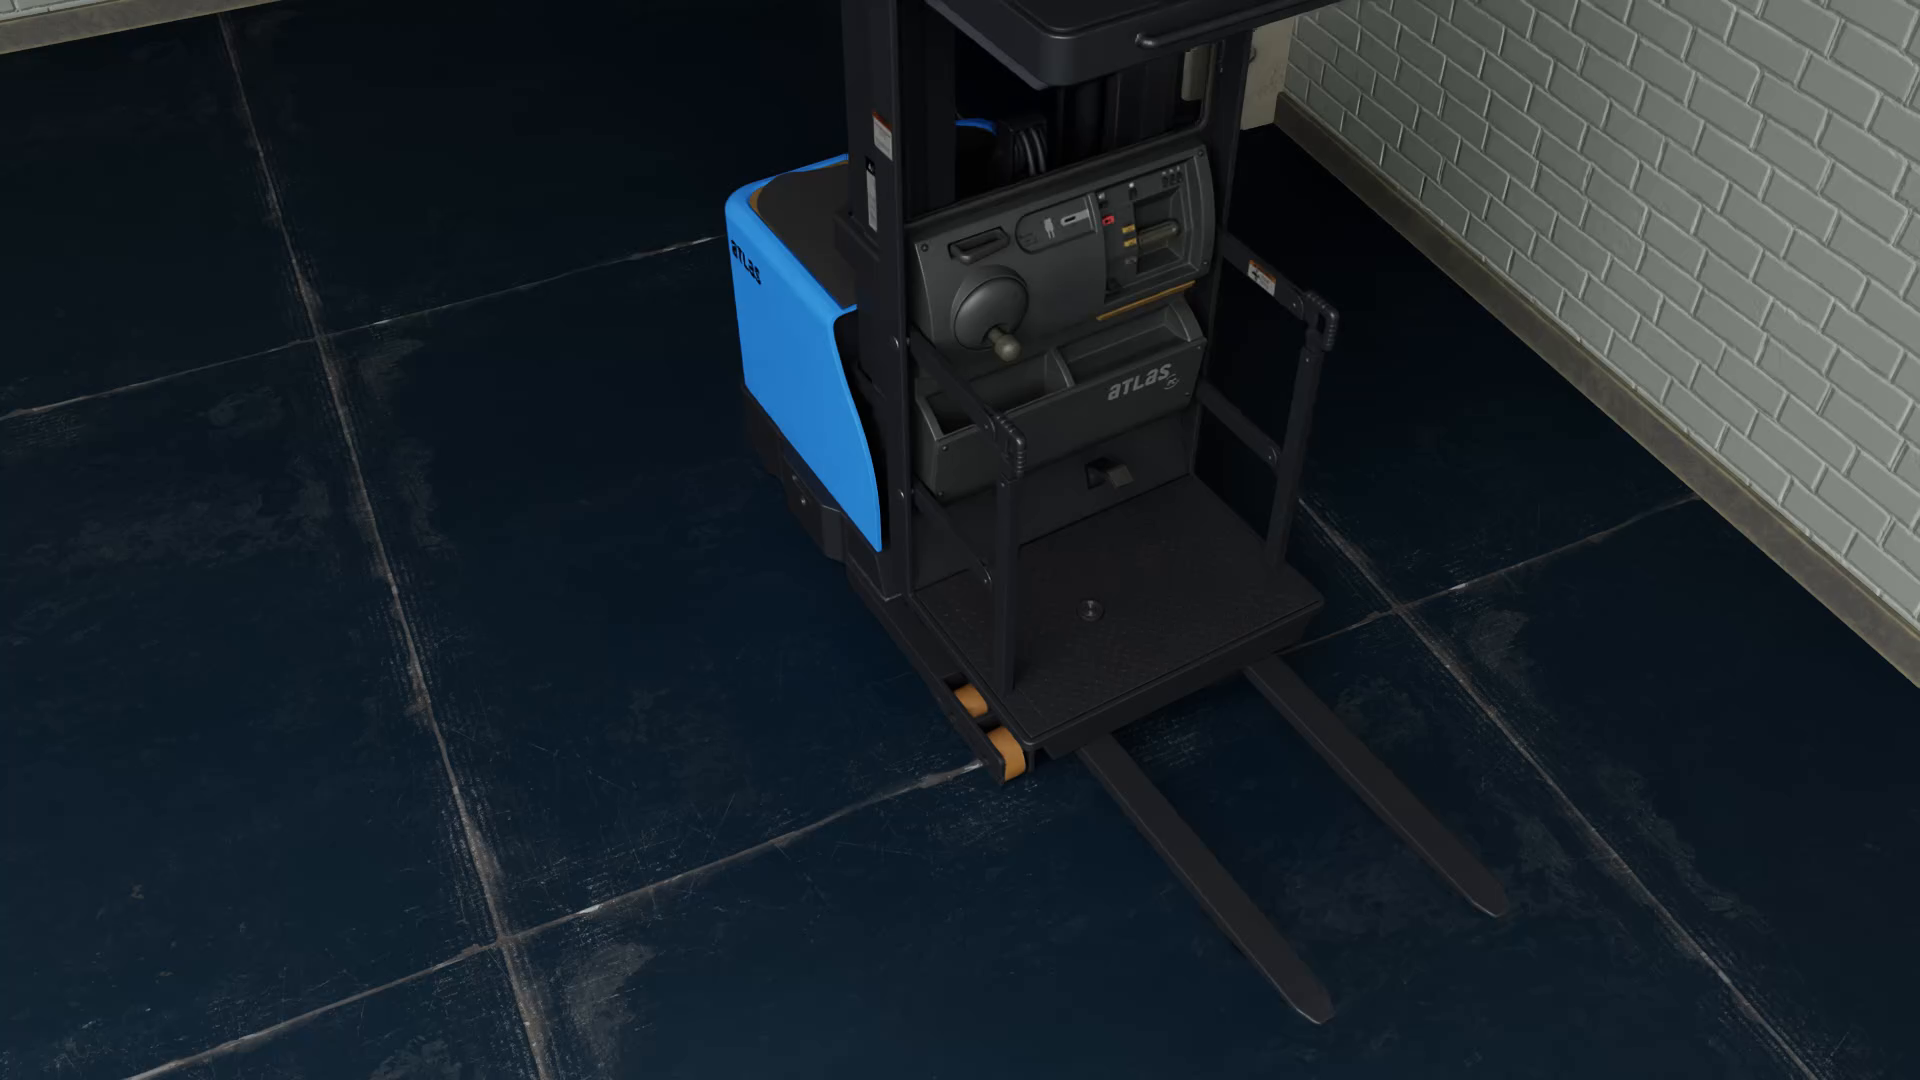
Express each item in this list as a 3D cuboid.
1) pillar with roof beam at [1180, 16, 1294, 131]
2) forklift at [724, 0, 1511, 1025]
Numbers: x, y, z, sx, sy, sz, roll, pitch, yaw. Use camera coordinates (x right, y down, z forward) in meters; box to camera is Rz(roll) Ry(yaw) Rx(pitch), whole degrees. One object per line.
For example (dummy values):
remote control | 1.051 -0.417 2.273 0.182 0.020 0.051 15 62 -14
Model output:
pillar with roof beam | -2.642 -3.962 3.358 9.100 9.000 0.400 -18 47 -17
forklift | 0.410 -0.694 4.366 1.130 2.935 3.031 -23 49 -21
